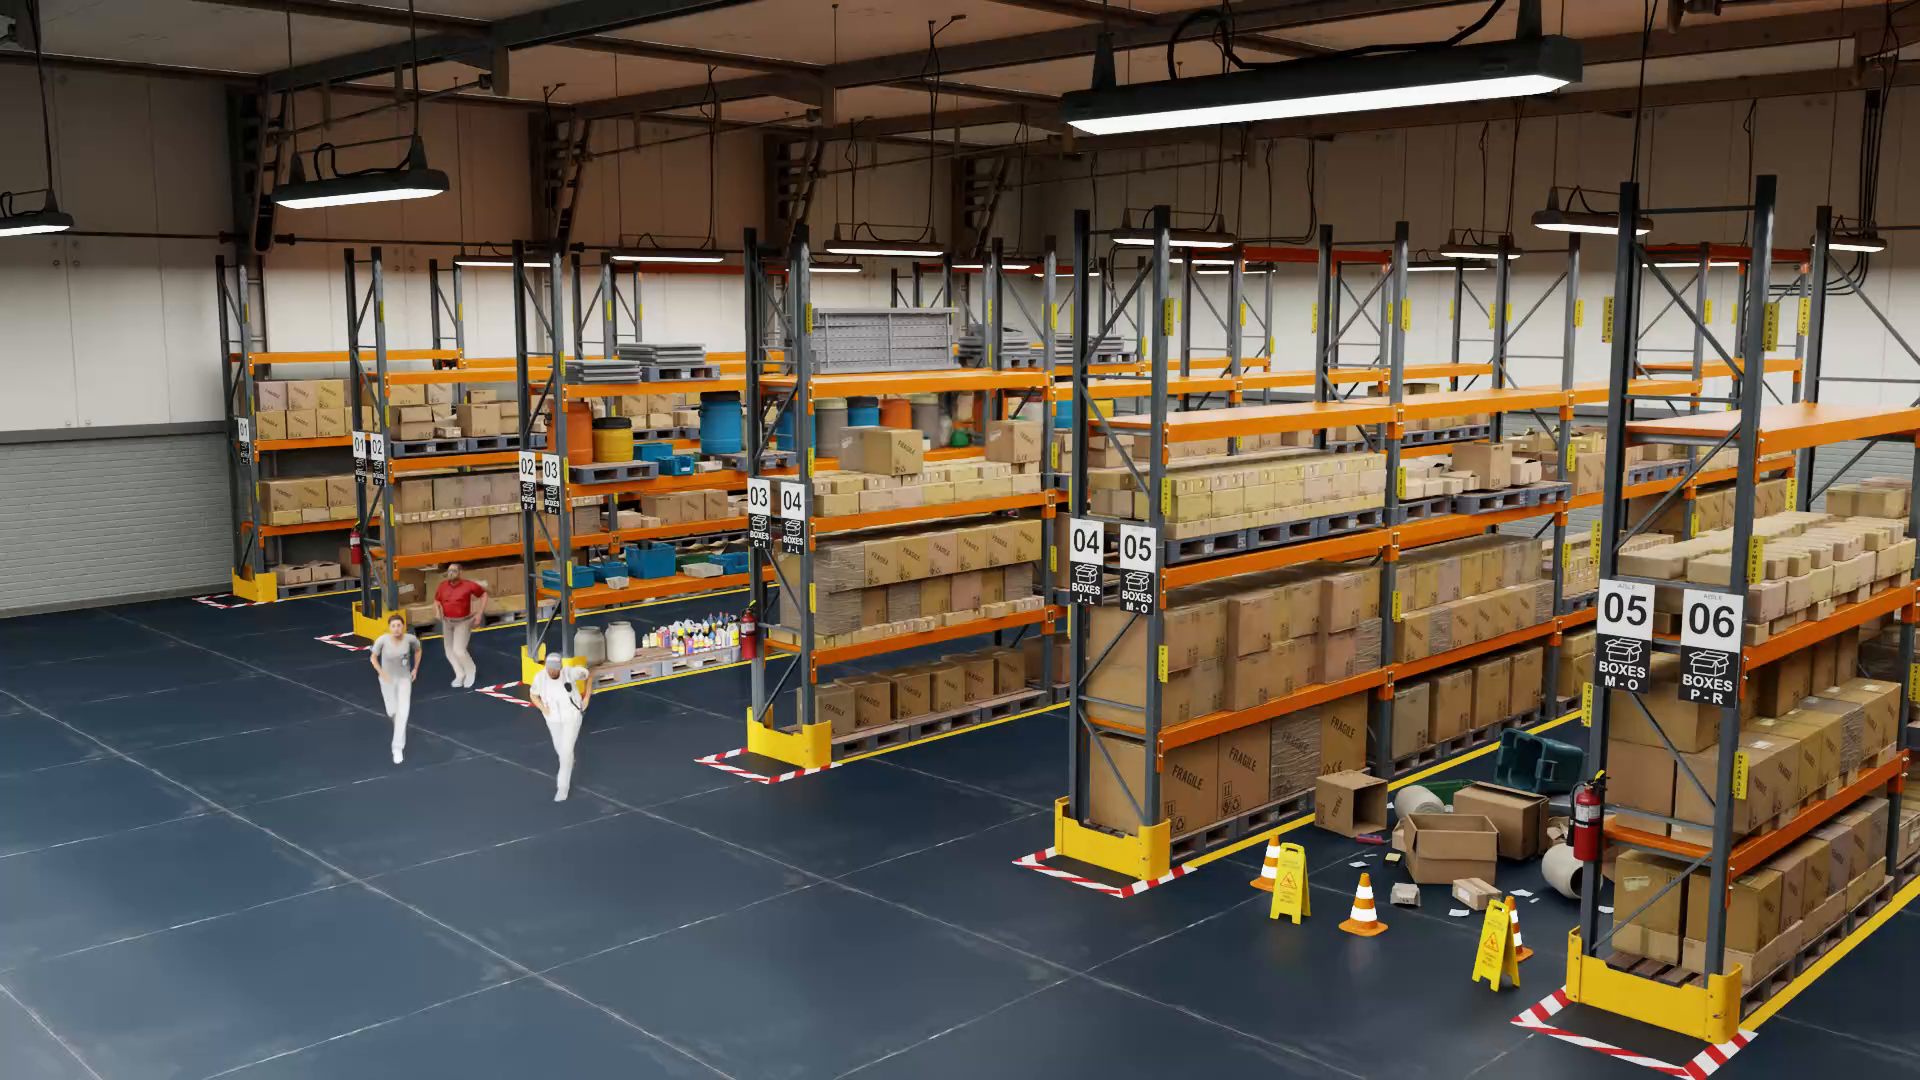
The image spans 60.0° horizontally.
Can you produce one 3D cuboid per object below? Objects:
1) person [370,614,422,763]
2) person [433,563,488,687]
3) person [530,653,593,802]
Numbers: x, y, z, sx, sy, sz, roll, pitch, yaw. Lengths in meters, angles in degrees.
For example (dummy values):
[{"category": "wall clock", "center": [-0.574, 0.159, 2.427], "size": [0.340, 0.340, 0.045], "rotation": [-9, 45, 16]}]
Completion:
[{"category": "person", "center": [-6.512, 1.655, 19.261], "size": [0.563, 1.645, 1.059], "rotation": [-2, 8, -17]}, {"category": "person", "center": [-6.779, 1.164, 22.436], "size": [0.693, 1.719, 0.665], "rotation": [1, 8, 10]}, {"category": "person", "center": [-4.209, 1.925, 17.681], "size": [0.649, 1.627, 1.032], "rotation": [0, 8, -3]}]
